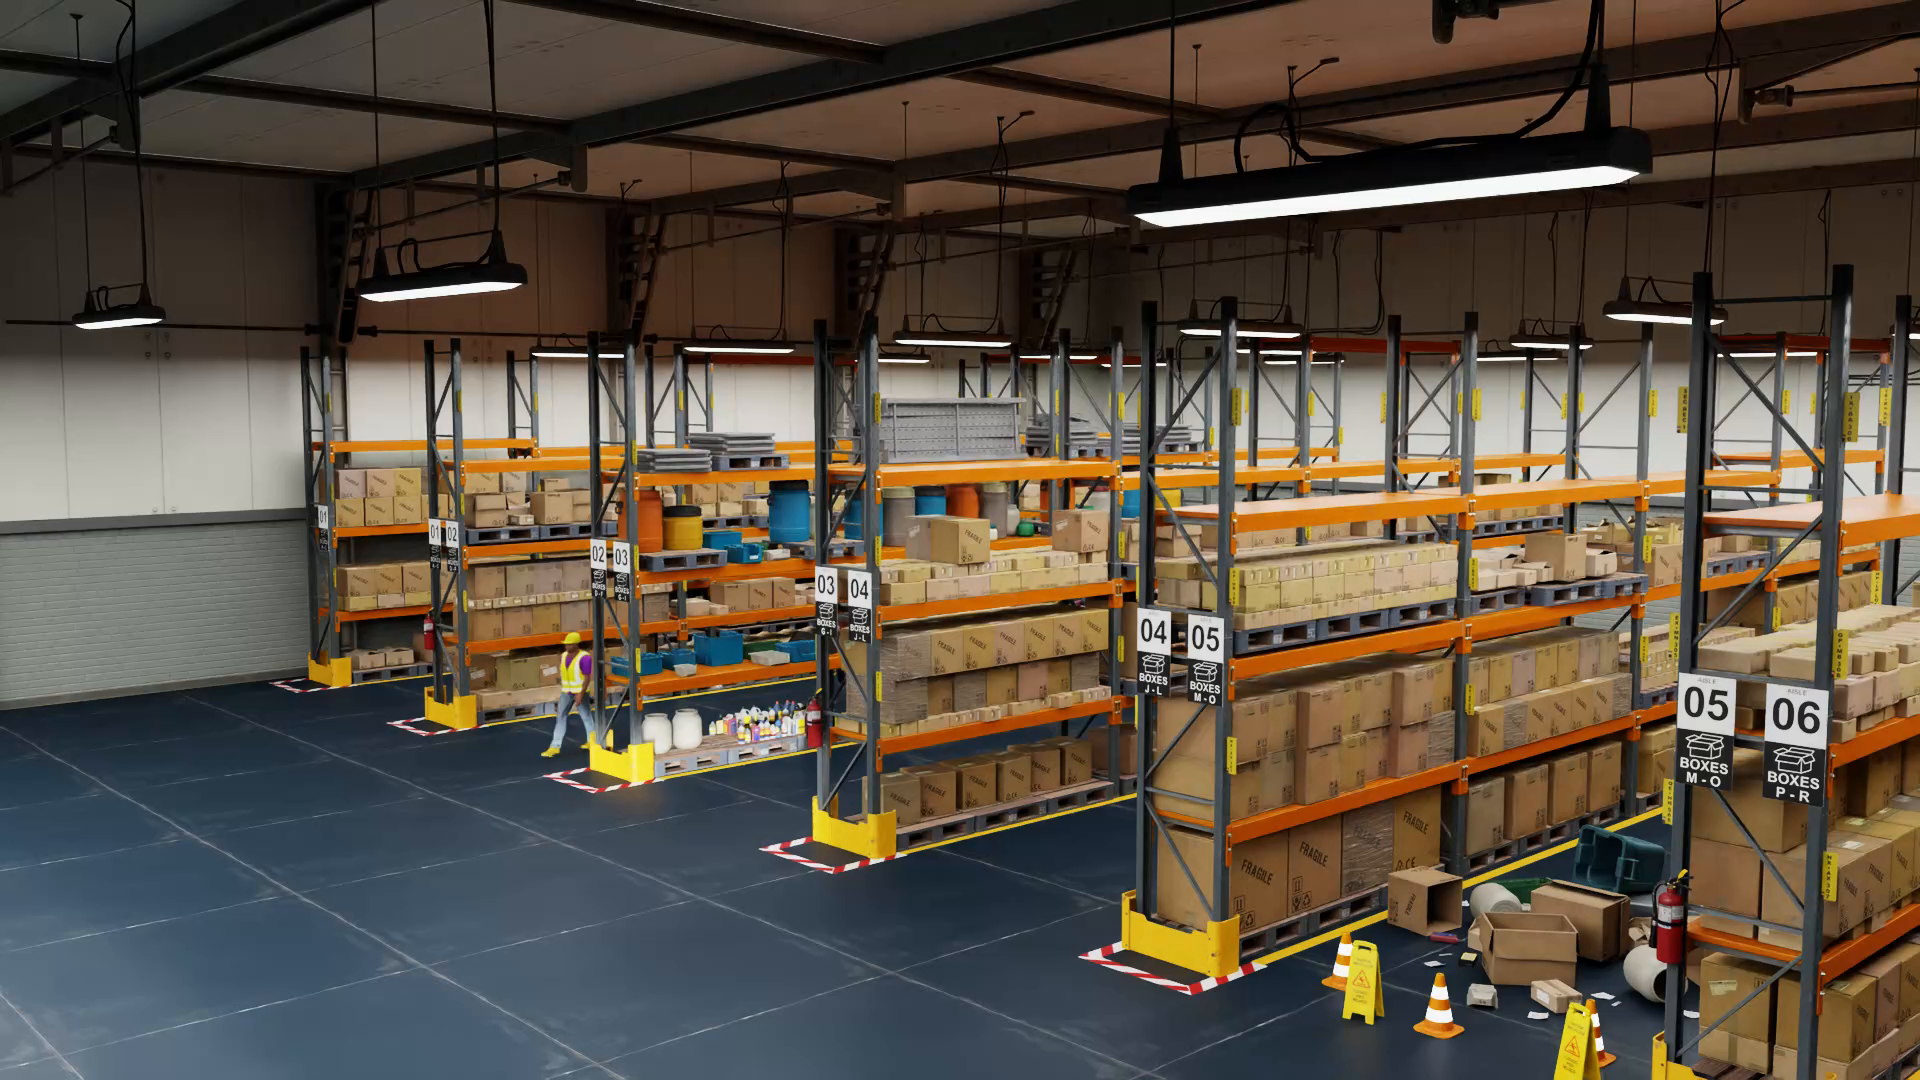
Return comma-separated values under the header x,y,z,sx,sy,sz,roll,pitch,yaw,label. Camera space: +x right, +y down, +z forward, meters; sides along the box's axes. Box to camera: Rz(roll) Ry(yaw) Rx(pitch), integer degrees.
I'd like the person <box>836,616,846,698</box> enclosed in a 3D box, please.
x,y,z,sx,sy,sz,roll,pitch,yaw,label
-2.075,1.952,27.597,0.454,1.557,0.840,3,6,31,person

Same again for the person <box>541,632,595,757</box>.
x,y,z,sx,sy,sz,roll,pitch,yaw,label
-5.554,2.188,23.842,0.591,1.737,0.908,2,5,21,person
